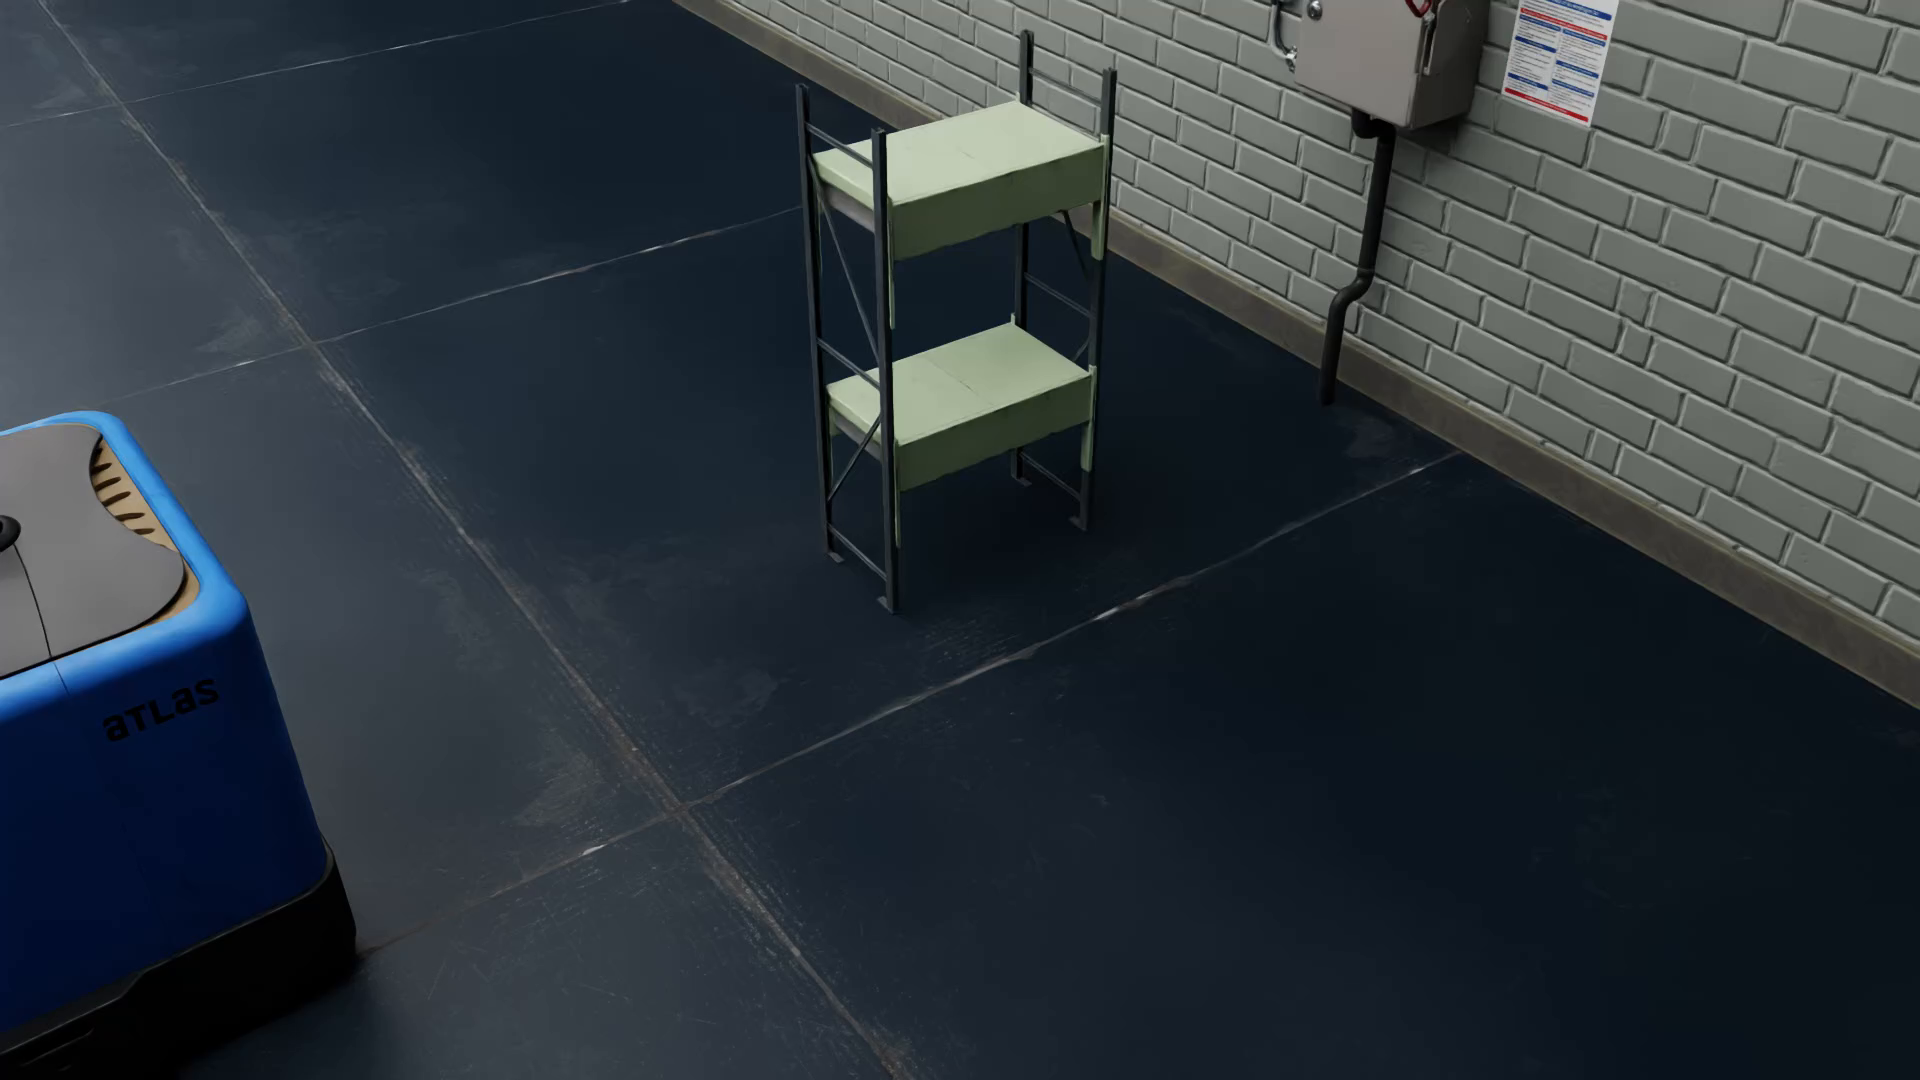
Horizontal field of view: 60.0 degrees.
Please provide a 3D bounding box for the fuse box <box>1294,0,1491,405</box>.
[{"bbox_3d":[1.294,-1.168,5.408,0.414,1.711,0.539,-22,41,-28],"label":"fuse box"}]

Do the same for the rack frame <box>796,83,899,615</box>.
[{"bbox_3d":[-0.305,-0.484,4.638,0.023,1.500,0.400,-22,41,-28],"label":"rack frame"}]

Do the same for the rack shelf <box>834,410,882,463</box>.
[{"bbox_3d":[-0.005,-0.400,4.958,0.664,0.071,0.332,-22,41,-28],"label":"rack shelf"}]

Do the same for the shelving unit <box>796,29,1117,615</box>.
[{"bbox_3d":[-0.005,-0.607,4.809,0.755,1.500,0.400,-22,41,-28],"label":"shelving unit"}]

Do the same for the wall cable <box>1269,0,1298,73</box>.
[{"bbox_3d":[1.030,-2.482,5.262,0.122,1.984,0.588,-22,41,-28],"label":"wall cable"}]

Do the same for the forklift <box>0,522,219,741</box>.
[{"bbox_3d":[-2.915,0.155,2.600,2.937,2.843,1.107,-24,42,-30],"label":"forklift"}]

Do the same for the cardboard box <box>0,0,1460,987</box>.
[{"bbox_3d":[-5.440,-0.091,4.049,13.522,1.550,6.103,-23,42,-29],"label":"cardboard box"}]

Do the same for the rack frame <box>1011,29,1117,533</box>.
[{"bbox_3d":[0.294,-0.730,4.980,0.023,1.500,0.400,-22,41,-28],"label":"rack frame"}]
